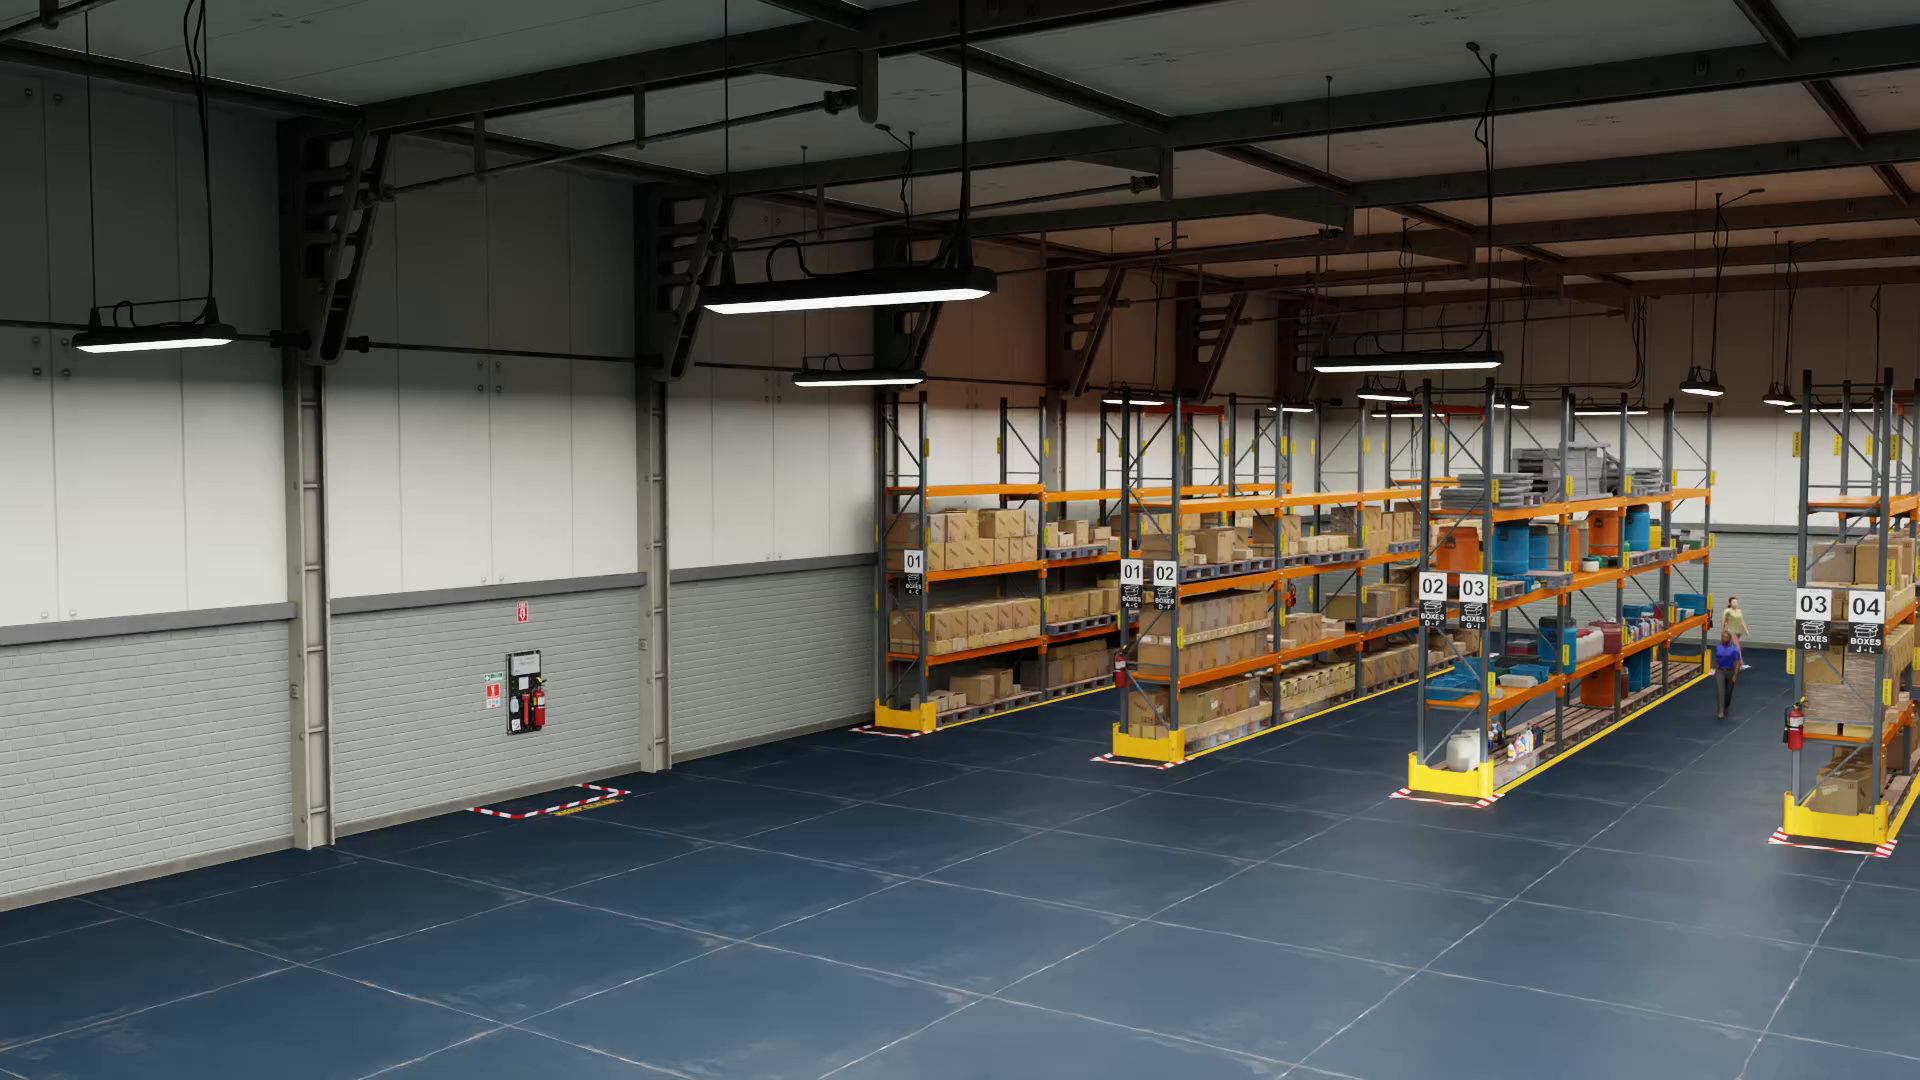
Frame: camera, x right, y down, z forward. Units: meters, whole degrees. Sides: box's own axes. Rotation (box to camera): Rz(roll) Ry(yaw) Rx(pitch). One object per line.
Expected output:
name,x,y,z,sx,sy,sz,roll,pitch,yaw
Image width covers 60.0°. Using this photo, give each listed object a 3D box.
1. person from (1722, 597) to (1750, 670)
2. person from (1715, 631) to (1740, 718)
person,17.517,2.096,37.512,0.467,1.629,0.951,-1,3,-16
person,14.224,2.484,30.841,0.417,1.572,1.058,1,3,20
